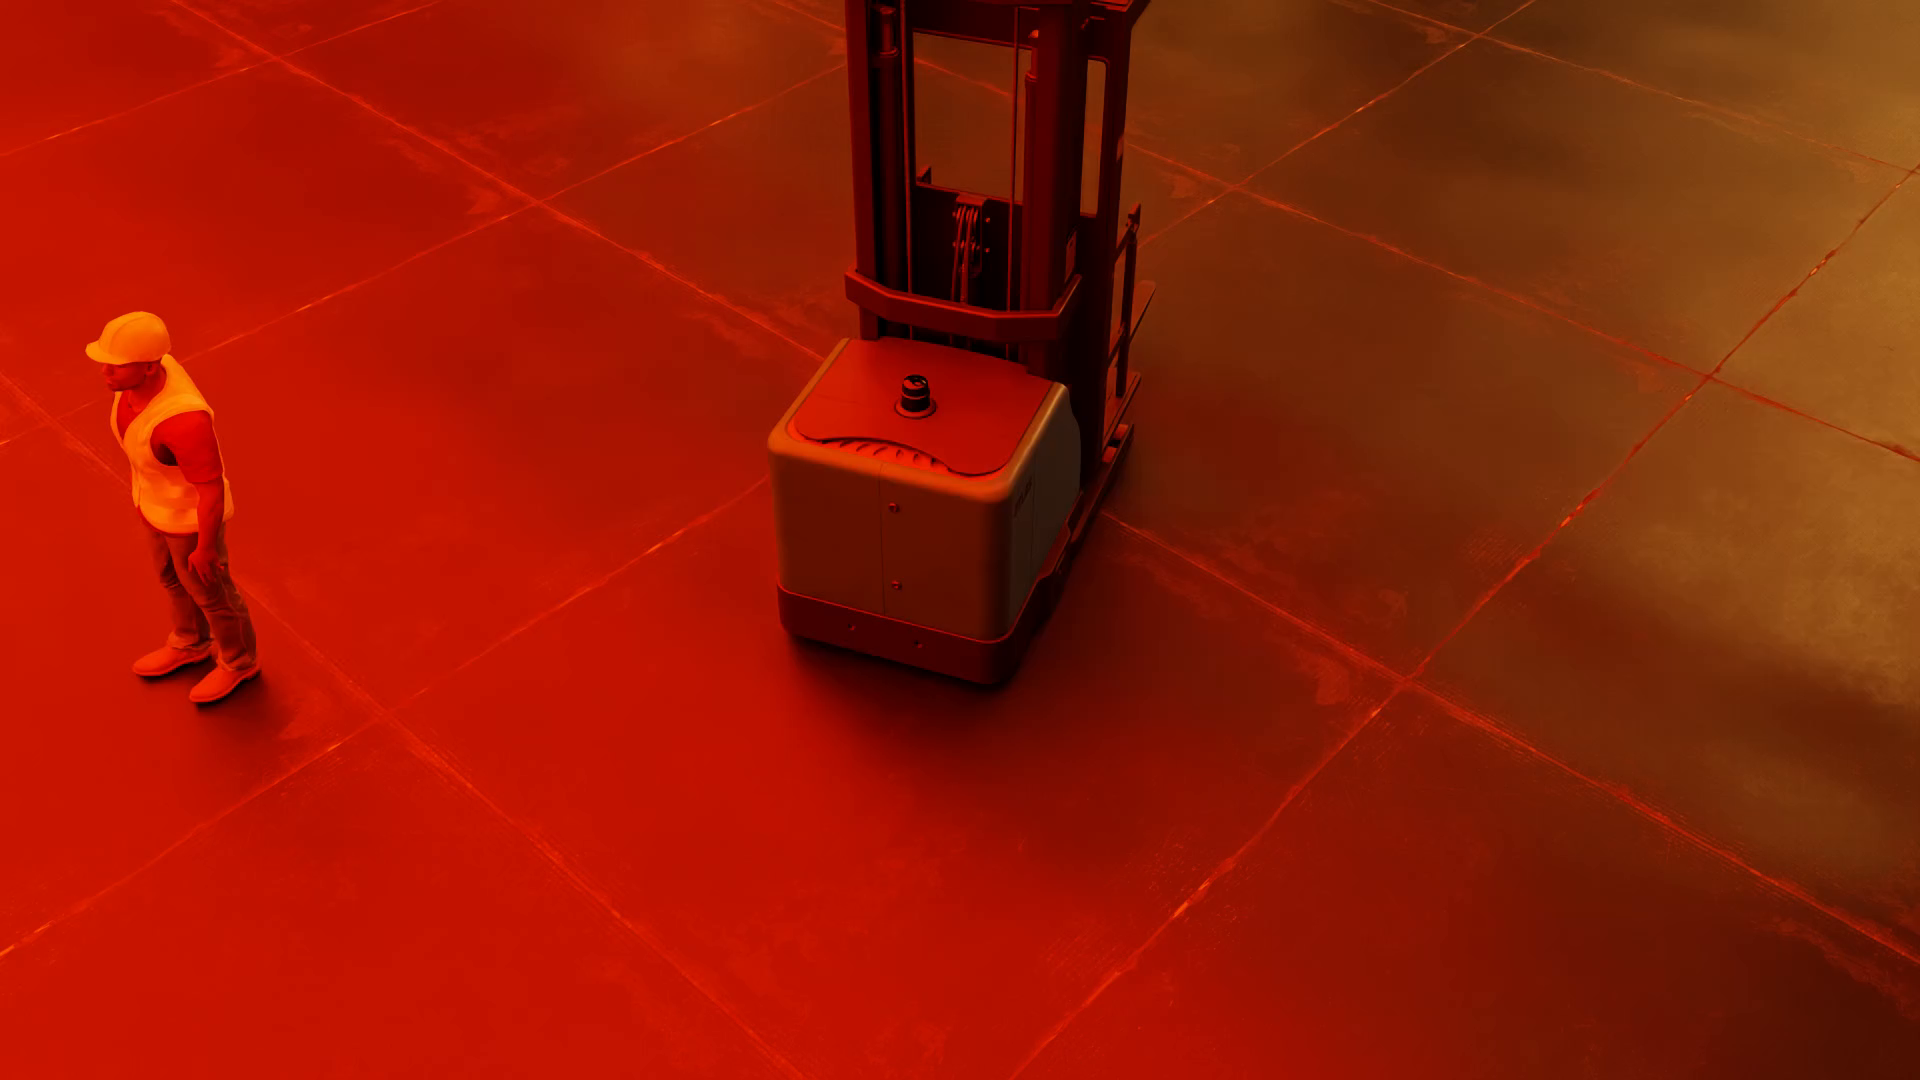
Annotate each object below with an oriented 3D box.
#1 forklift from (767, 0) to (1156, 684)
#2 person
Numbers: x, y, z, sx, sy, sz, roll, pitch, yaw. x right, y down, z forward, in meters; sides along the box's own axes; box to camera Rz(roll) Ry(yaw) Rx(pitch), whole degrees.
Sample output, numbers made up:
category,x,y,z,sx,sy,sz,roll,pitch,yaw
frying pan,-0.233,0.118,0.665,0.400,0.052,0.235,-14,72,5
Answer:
category,x,y,z,sx,sy,sz,roll,pitch,yaw
forklift,0.211,-1.484,7.158,1.130,2.935,3.031,14,42,15
person,-3.077,-0.090,6.417,0.577,1.766,0.666,-30,49,-30
